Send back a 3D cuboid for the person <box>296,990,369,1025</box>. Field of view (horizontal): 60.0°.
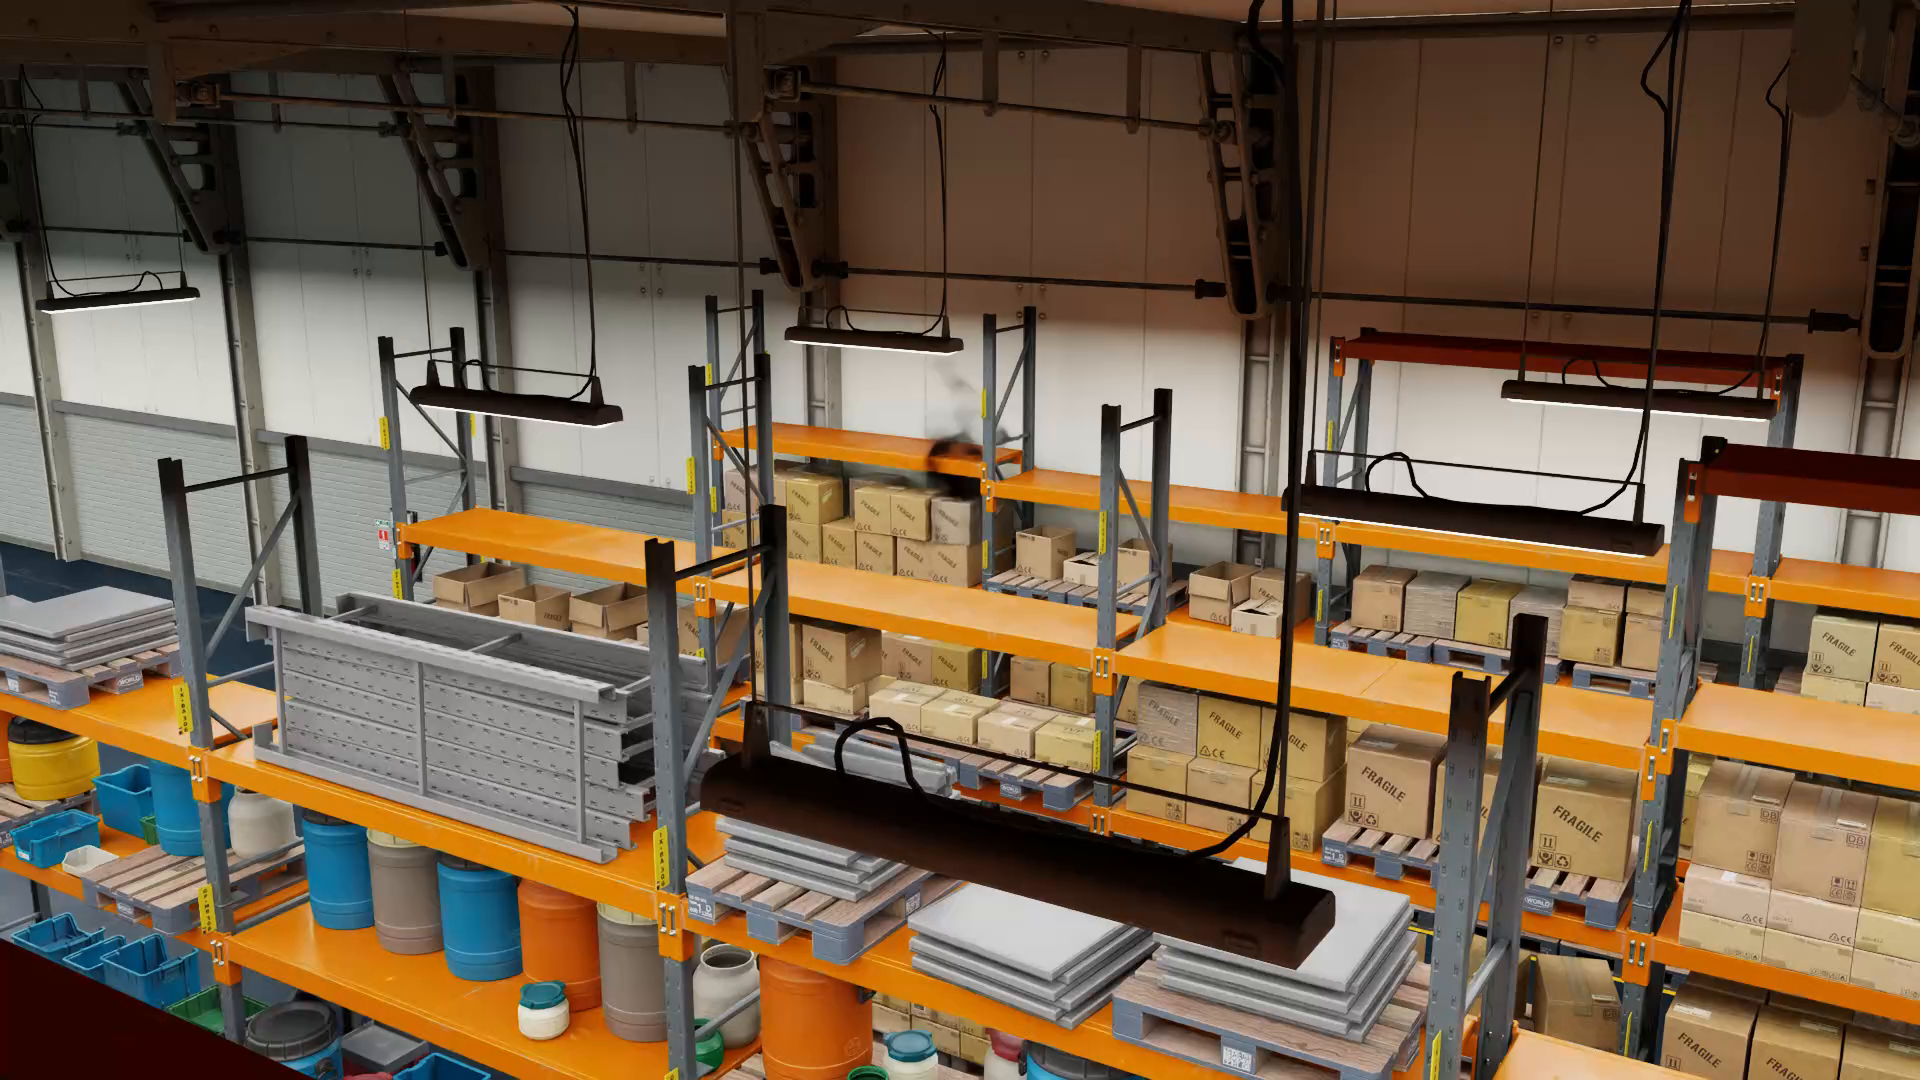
[{"bbox_3d":[-5.573,3.763,14.687,0.759,1.675,0.554,7,15,25],"label":"person"}]
